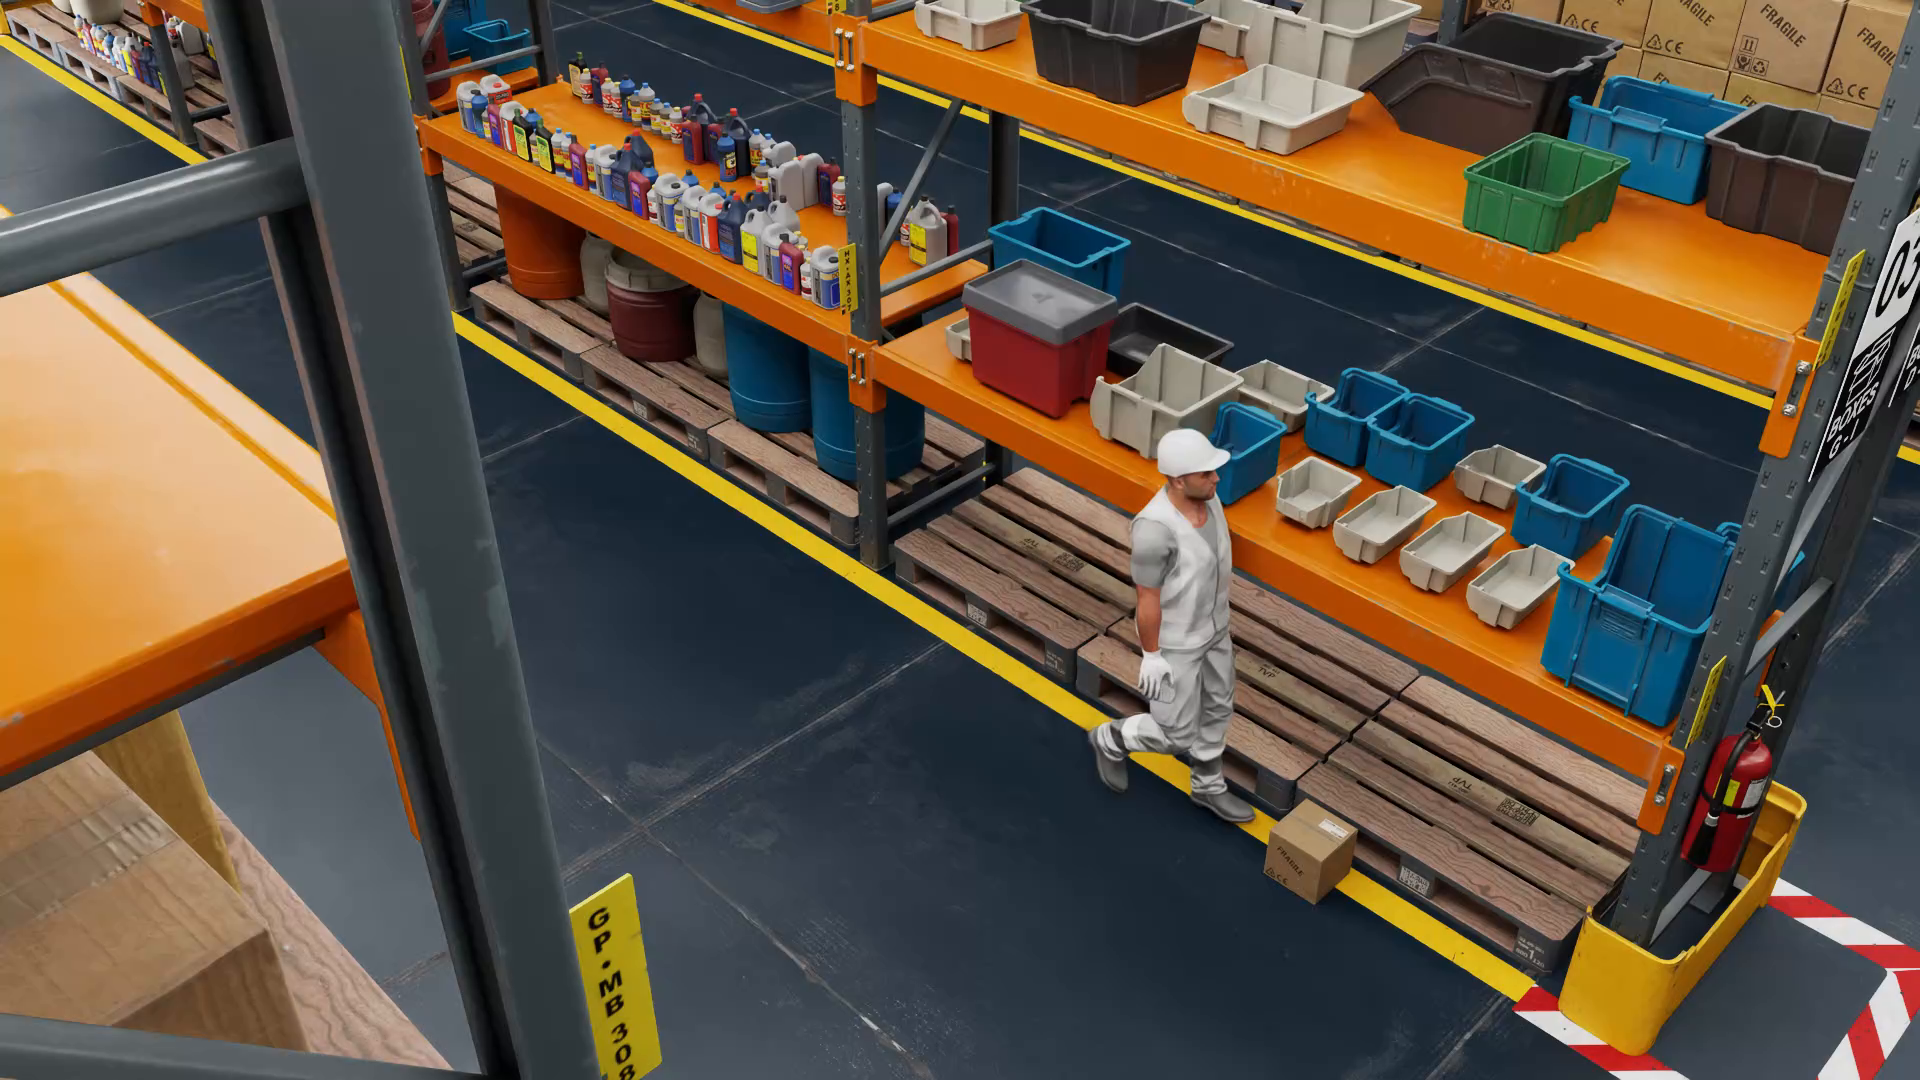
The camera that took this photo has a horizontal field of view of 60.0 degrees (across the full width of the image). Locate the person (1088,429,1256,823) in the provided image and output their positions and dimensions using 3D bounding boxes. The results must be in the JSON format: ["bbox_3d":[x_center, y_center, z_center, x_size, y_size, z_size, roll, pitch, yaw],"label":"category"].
[{"bbox_3d":[0.899,0.373,6.555,0.703,1.778,0.578,26,43,32],"label":"person"}]
